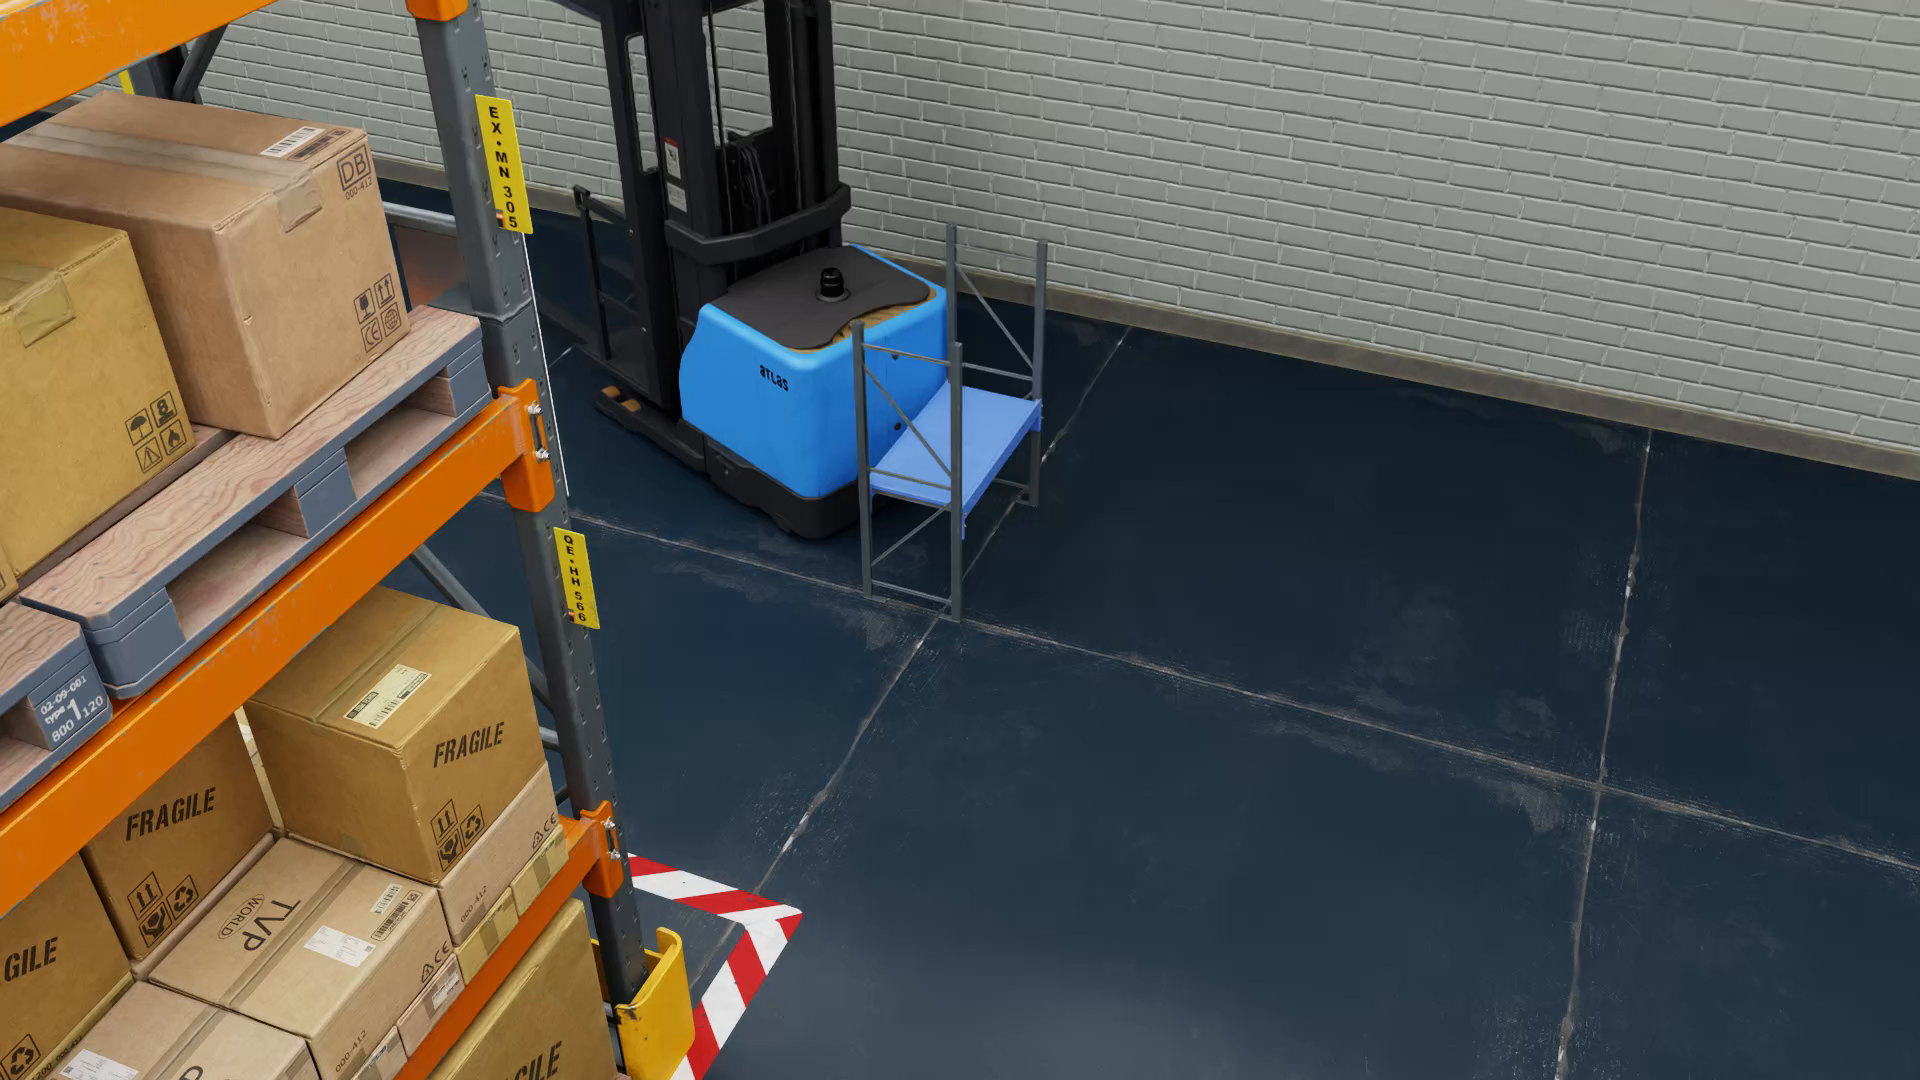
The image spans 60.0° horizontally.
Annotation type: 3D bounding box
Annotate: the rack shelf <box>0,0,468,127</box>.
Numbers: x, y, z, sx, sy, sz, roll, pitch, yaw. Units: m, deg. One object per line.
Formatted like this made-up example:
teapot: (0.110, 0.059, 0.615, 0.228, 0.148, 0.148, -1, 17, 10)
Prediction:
rack shelf: (-2.306, -0.313, 2.189, 1.077, 0.370, 4.000, 14, 39, 18)

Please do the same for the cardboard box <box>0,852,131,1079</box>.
cardboard box: (-2.359, 0.944, 3.834, 0.500, 0.500, 0.500, 13, 39, 17)

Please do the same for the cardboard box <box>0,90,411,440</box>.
cardboard box: (-1.693, -0.616, 3.647, 0.700, 0.500, 0.500, 12, 38, 15)

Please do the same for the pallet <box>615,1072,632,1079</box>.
pallet: (-1.776, 2.111, 5.351, 1.003, 0.211, 1.213, 14, 39, 18)

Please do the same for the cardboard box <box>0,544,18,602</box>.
cardboard box: (-2.170, -0.034, 2.869, 0.700, 0.500, 0.500, 11, 38, 15)

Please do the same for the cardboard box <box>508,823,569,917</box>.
cardboard box: (-1.376, 0.907, 4.843, 0.380, 0.149, 0.250, 15, 39, 19)

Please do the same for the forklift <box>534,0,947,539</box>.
forklift: (-1.391, -1.969, 8.538, 1.130, 2.935, 3.031, -30, 46, -34)

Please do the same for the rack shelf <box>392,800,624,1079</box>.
rack shelf: (-2.306, 1.929, 3.866, 1.077, 0.370, 4.000, 14, 39, 18)

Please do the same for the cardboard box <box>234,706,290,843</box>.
cardboard box: (-1.977, 0.679, 4.814, 0.500, 0.250, 0.500, 13, 39, 17)

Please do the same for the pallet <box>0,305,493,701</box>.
pallet: (-1.817, -0.219, 3.708, 1.003, 0.211, 1.213, 14, 39, 18)

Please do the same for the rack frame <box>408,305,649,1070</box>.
rack frame: (-1.545, 0.534, 5.132, 1.000, 3.000, 0.127, 14, 39, 18)

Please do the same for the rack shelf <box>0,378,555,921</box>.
rack shelf: (-2.306, 0.728, 2.968, 1.077, 0.370, 4.000, 14, 39, 18)

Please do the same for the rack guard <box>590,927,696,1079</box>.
rack guard: (-1.535, 1.522, 5.898, 1.175, 0.500, 0.348, 14, 39, 18)

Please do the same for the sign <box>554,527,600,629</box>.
sign: (-1.048, 0.107, 4.539, 0.100, 0.325, 0.005, 14, 39, 18)

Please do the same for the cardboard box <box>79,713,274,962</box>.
cardboard box: (-2.167, 0.656, 4.220, 0.500, 0.500, 0.500, 13, 39, 17)

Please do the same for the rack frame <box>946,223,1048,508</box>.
rack frame: (0.170, -0.831, 8.211, 0.500, 1.500, 0.032, 14, 39, 18)

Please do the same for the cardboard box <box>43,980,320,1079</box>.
cardboard box: (-1.870, 1.366, 3.895, 0.500, 0.250, 0.500, 13, 39, 16)

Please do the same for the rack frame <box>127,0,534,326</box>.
rack frame: (-1.545, -1.869, 3.336, 1.000, 3.000, 0.127, 14, 39, 18)

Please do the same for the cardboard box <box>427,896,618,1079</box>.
cardboard box: (-1.714, 1.589, 5.144, 0.875, 0.875, 0.875, 14, 39, 18)

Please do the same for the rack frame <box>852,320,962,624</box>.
rack frame: (-0.226, -0.271, 7.461, 0.500, 1.500, 0.032, 14, 39, 18)

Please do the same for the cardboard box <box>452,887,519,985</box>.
cardboard box: (-1.473, 1.051, 4.650, 0.380, 0.149, 0.250, 14, 39, 18)

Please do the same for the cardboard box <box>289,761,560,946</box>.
cardboard box: (-1.484, 0.804, 4.648, 0.500, 0.250, 0.500, 13, 39, 17)

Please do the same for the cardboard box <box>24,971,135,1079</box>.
cardboard box: (-2.363, 1.246, 4.056, 0.500, 0.250, 0.500, 13, 39, 16)

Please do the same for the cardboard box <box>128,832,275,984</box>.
cardboard box: (-2.169, 0.968, 4.427, 0.500, 0.250, 0.500, 13, 39, 17)

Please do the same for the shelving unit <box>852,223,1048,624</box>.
shelving unit: (-0.028, -0.551, 7.836, 0.538, 1.500, 1.048, 14, 39, 18)

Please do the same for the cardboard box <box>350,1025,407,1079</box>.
cardboard box: (-1.666, 1.328, 4.279, 0.380, 0.149, 0.250, 15, 39, 19)

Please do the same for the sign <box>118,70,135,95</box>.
sign: (-2.056, -1.179, 4.122, 0.100, 0.325, 0.005, 14, 39, 18)

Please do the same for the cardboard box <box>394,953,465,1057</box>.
cardboard box: (-1.570, 1.190, 4.463, 0.380, 0.149, 0.250, 14, 39, 18)

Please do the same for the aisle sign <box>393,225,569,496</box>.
aisle sign: (-1.240, -0.479, 4.315, 0.394, 0.787, 0.004, 14, 39, 18)

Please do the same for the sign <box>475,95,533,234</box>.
sign: (-1.048, -0.859, 3.817, 0.100, 0.325, 0.005, 14, 39, 18)

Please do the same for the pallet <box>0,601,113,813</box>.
pallet: (-2.280, 0.459, 2.801, 1.003, 0.211, 1.213, 14, 39, 18)

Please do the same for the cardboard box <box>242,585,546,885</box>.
cardboard box: (-1.487, 0.504, 4.422, 0.500, 0.500, 0.500, 14, 39, 18)

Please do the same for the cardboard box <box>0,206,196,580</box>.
cardboard box: (-2.018, -0.332, 3.267, 0.700, 0.500, 0.500, 12, 39, 16)

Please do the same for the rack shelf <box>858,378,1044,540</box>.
rack shelf: (-0.028, -0.407, 7.944, 0.538, 0.185, 1.000, 14, 39, 18)

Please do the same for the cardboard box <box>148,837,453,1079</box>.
cardboard box: (-1.677, 1.084, 4.272, 0.500, 0.250, 0.500, 13, 39, 17)
